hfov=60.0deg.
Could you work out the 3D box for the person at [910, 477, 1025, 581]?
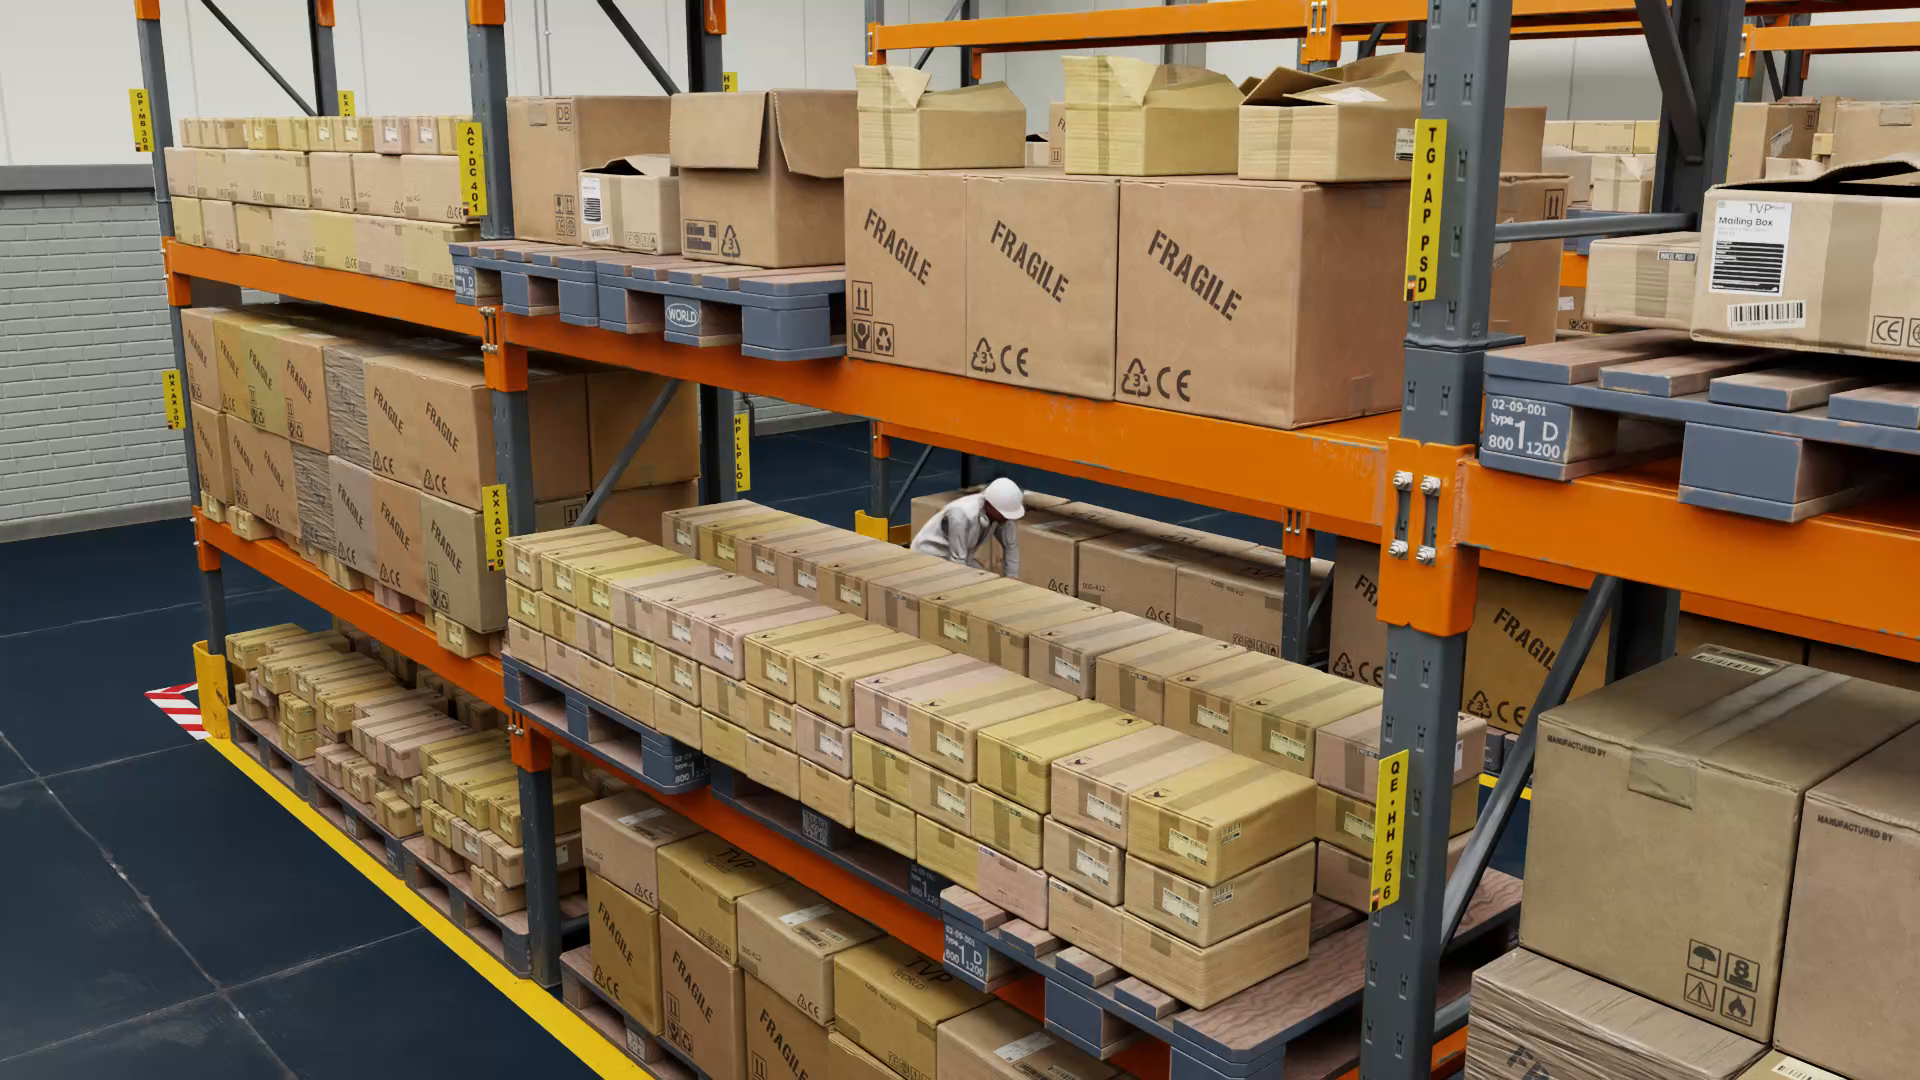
[{"bbox_3d":[0.075,0.179,10.764,0.583,1.276,0.829,-12,18,-40],"label":"person"}]
